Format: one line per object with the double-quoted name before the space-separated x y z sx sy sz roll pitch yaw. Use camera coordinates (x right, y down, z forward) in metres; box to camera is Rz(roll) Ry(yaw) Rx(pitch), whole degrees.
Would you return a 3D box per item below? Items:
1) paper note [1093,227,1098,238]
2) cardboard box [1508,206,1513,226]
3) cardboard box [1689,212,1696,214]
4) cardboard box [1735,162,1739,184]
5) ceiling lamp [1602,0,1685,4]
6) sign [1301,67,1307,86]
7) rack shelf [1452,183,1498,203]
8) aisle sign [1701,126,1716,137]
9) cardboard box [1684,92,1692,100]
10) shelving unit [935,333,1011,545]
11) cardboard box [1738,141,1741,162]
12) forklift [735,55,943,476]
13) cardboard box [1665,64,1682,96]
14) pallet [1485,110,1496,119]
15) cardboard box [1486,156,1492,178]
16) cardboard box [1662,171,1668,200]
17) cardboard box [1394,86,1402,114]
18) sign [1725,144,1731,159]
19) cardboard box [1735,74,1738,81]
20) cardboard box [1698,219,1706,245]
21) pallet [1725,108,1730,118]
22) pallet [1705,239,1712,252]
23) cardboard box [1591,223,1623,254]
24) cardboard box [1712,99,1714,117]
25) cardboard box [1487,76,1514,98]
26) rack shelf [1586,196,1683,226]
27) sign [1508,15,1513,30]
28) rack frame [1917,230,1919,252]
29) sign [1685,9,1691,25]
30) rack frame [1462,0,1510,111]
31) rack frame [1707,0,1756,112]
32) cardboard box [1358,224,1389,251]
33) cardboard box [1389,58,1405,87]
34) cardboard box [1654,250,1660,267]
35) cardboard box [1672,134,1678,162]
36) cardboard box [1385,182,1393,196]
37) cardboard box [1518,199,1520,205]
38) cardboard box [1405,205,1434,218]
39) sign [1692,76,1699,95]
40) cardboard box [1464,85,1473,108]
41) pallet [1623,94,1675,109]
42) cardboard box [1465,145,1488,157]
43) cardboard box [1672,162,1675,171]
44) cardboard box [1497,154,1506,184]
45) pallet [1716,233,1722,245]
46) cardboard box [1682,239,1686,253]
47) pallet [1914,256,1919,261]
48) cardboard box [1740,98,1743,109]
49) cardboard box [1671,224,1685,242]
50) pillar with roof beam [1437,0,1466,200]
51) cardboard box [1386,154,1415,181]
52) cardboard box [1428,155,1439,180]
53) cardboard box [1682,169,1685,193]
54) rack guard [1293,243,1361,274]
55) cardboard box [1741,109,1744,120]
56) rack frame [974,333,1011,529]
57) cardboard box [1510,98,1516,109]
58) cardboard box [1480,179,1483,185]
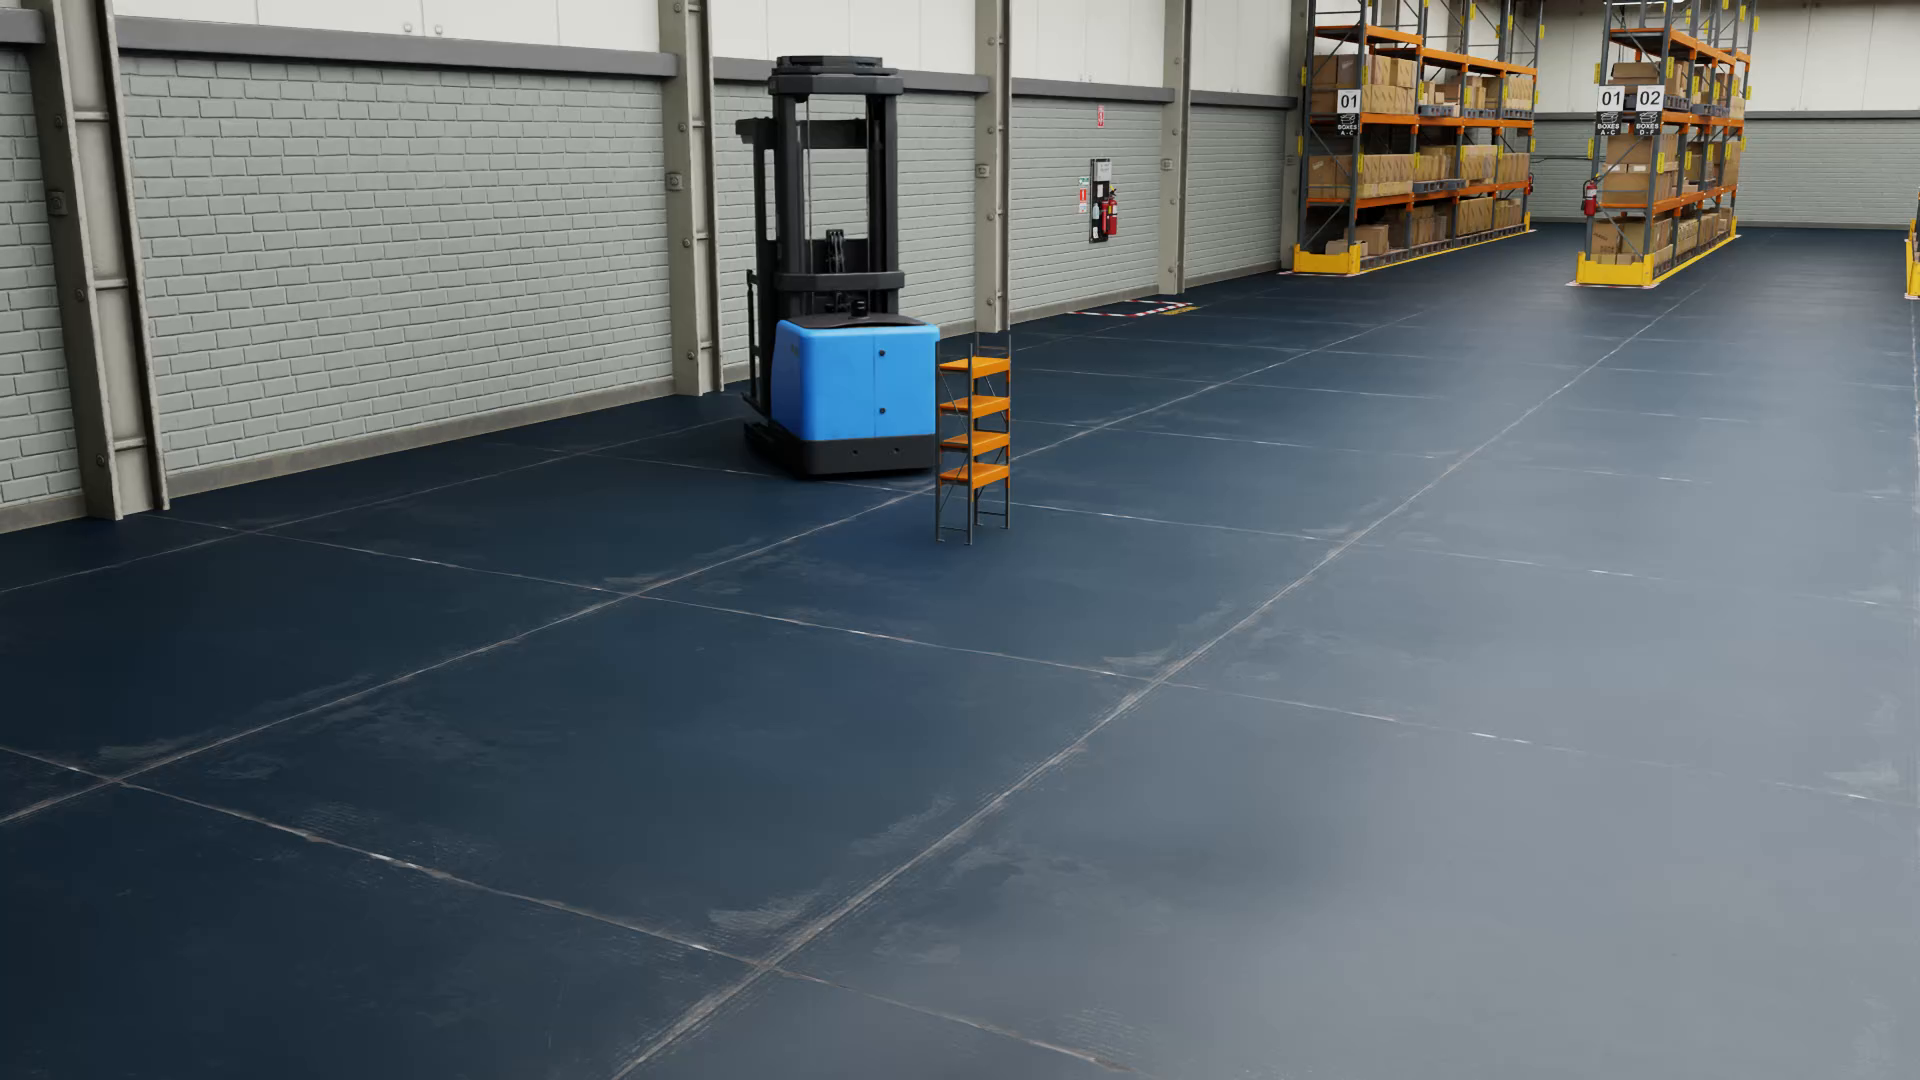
"paper note" 1.931 -4.374 23.656 0.016 0.148 0.142 7 15 28
"cardboard box" 13.624 -8.233 42.223 0.700 0.500 0.500 7 15 26
"cardboard box" 16.791 -7.372 38.607 0.500 0.500 0.500 7 15 28
"cardboard box" 18.719 -8.971 40.630 0.500 0.500 0.500 8 16 30
"ceiling lamp" 17.868 -15.624 43.186 2.000 3.185 0.800 7 15 28
"sign" 6.148 -8.278 29.682 0.100 0.325 0.005 7 15 28
"rack shelf" 11.459 -8.025 38.454 1.077 0.370 4.000 7 15 28
"aisle sign" 18.473 -10.356 41.042 0.394 0.787 0.004 7 15 28
"cardboard box" 13.874 -8.558 32.154 0.500 0.250 0.500 6 15 23
"shelving unit" 0.080 -0.617 10.034 0.258 1.200 0.503 7 15 28
"cardboard box" 18.723 -9.457 40.514 0.500 0.500 0.500 7 15 28
"forklift" -1.081 -2.180 12.821 1.130 2.935 3.031 -5 14 -18
"cardboard box" 12.005 -7.851 28.391 0.500 0.500 0.500 7 15 28
"pallet" 12.025 -9.956 38.939 0.805 0.209 1.217 7 15 26
"cardboard box" 12.185 -8.759 39.073 0.500 0.500 0.500 8 15 28
"cardboard box" 12.192 -6.328 29.670 0.700 0.500 0.500 8 16 29
"cardboard box" 8.040 -8.308 31.438 0.500 0.500 0.500 7 15 26
"sign" 17.251 -8.725 37.353 0.100 0.325 0.005 7 15 28
"cardboard box" 17.568 -10.511 38.486 0.700 0.500 0.500 7 15 28
"cardboard box" 15.300 -6.463 34.837 0.500 0.500 0.500 8 16 30
"pallet" 16.387 -9.465 36.895 1.213 0.211 1.003 7 15 28
"pallet" 15.815 -6.446 36.322 1.003 0.211 1.213 7 15 28
"cardboard box" 10.961 -5.138 28.316 0.500 0.500 0.500 7 15 28
"cardboard box" 15.258 -9.108 34.801 0.910 0.500 0.500 7 15 28
"cardboard box" 13.016 -10.902 40.064 0.500 0.500 0.500 7 15 28
"rack shelf" 11.930 -5.823 29.321 1.077 0.370 4.000 7 15 28
"sign" 12.906 -12.135 39.005 0.100 0.325 0.005 7 15 28
"rack frame" 19.164 -6.842 32.012 1.000 3.000 0.127 7 15 28
"sign" 16.298 -11.698 37.196 0.100 0.325 0.005 7 15 28
"rack frame" 12.426 -11.701 39.369 1.000 3.000 0.127 7 15 28
"rack frame" 18.697 -11.961 40.448 1.000 3.000 0.127 7 15 28
"cardboard box" 8.091 -5.925 32.603 0.500 0.500 0.500 6 15 24
"cardboard box" 8.054 -8.791 31.306 0.500 0.500 0.500 7 15 26
"cardboard box" 11.897 -4.920 29.012 0.500 0.250 0.500 7 15 28
"cardboard box" 12.687 -7.170 30.395 0.700 0.500 0.500 7 15 28
"cardboard box" 7.875 -6.639 31.449 0.500 0.250 0.500 8 15 29
"cardboard box" 14.206 -8.708 42.806 0.380 0.149 0.250 7 15 27
"cardboard box" 9.859 -7.064 35.728 0.500 0.250 0.500 8 16 29
"sign" 13.383 -8.268 30.258 0.100 0.325 0.005 7 15 28
"cardboard box" 11.165 -10.017 37.633 0.700 0.500 0.500 8 16 31
"pallet" 11.327 -7.320 27.783 1.003 0.211 1.213 7 15 28
"cardboard box" 11.921 -9.019 38.553 0.500 0.250 0.500 8 16 29
"cardboard box" 12.707 -6.762 30.086 0.380 0.149 0.250 7 15 26
"cardboard box" 12.702 -9.040 40.491 0.980 0.700 0.700 8 16 29
"pallet" 17.097 -7.009 38.658 1.003 0.211 1.213 7 15 28
"cardboard box" 13.804 -5.716 32.315 0.500 0.250 0.500 7 15 26
"pallet" 18.165 -5.082 30.663 1.003 0.211 1.213 7 15 28
"cardboard box" 18.431 -10.436 39.776 0.500 0.250 0.500 7 15 28
"cardboard box" 13.561 -5.882 31.804 0.500 0.311 0.500 7 15 27
"pillar with roof beam" 15.775 -11.455 38.348 9.100 9.000 0.400 7 15 28
"cardboard box" 8.600 -7.313 32.643 0.500 0.500 0.500 7 15 28
"cardboard box" 9.691 -7.871 35.129 0.700 0.500 0.500 7 15 28
"cardboard box" 14.033 -7.106 32.896 0.500 0.500 0.500 6 15 25
"rack guard" 6.661 -5.123 30.217 1.175 0.500 0.348 7 15 28
"cardboard box" 18.680 -10.295 40.256 0.500 0.250 0.500 7 15 28
"rack frame" 0.198 -0.667 10.241 0.240 1.200 0.015 7 15 28
"cardboard box" 13.249 -10.638 40.568 0.500 0.250 0.500 7 15 27
"cardboard box" 11.991 -8.365 38.824 0.380 0.149 0.250 7 15 28
